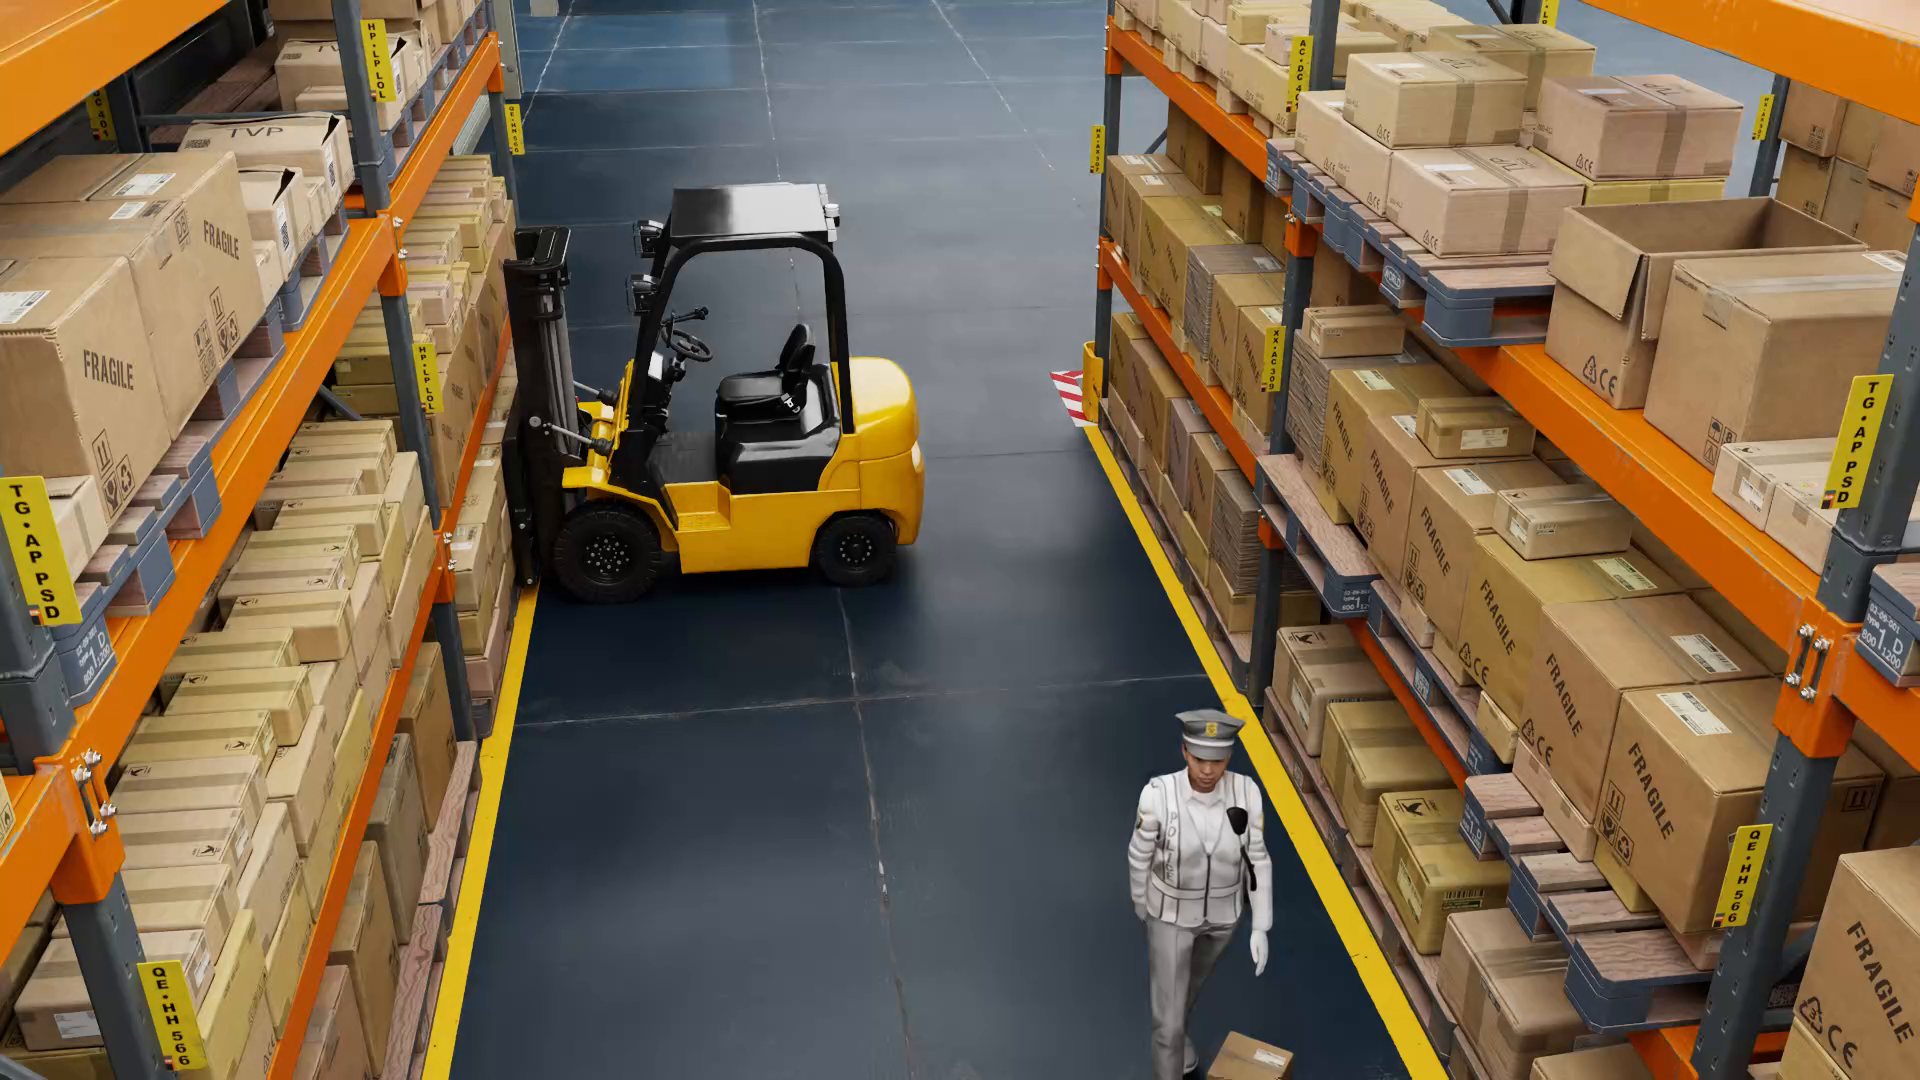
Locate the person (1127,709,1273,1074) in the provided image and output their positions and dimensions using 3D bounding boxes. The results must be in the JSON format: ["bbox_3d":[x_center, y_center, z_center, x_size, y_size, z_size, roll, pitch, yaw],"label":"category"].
[{"bbox_3d":[0.868,1.385,5.921,0.487,1.721,0.743,-4,28,-7],"label":"person"}]
